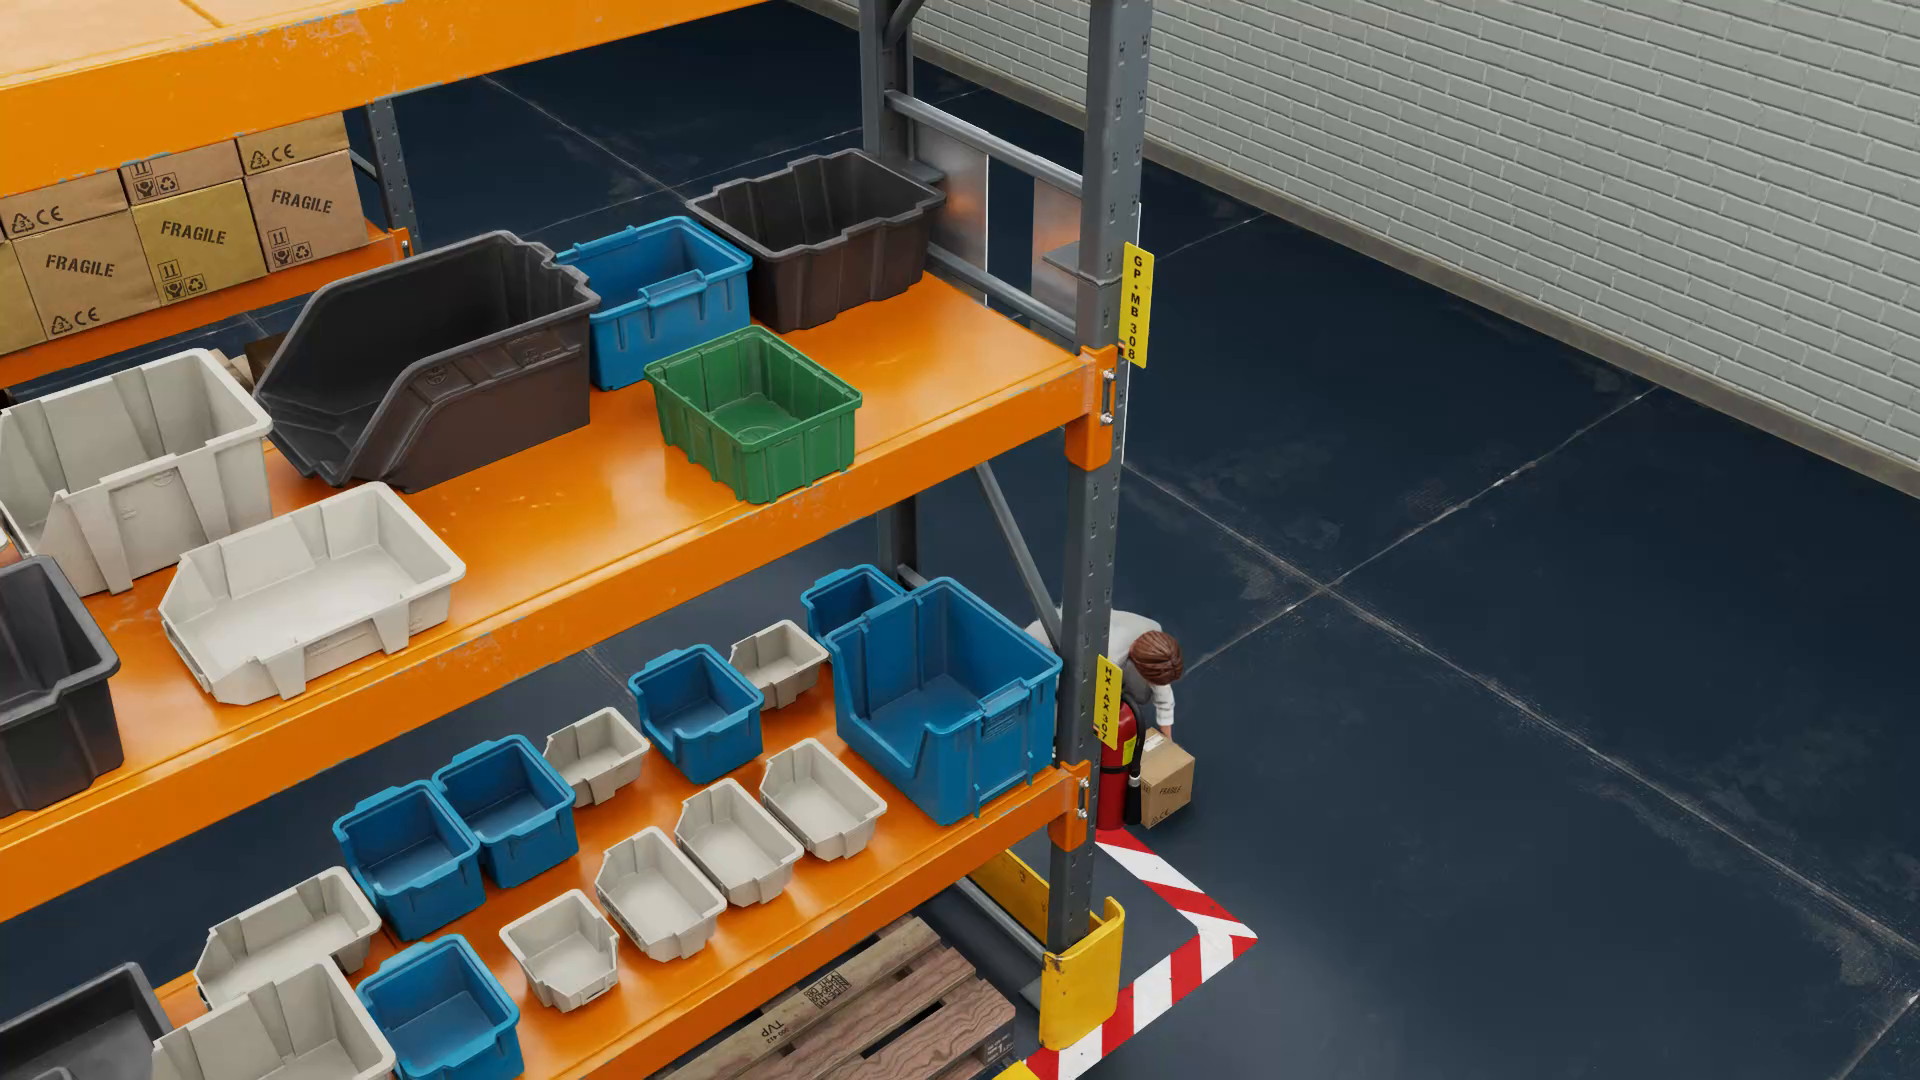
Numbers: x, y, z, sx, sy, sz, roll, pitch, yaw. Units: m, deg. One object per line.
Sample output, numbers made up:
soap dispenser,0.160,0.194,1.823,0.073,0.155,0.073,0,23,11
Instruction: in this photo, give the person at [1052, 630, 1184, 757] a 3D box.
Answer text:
person,0.592,0.631,6.967,0.432,0.724,0.782,-23,42,-28
